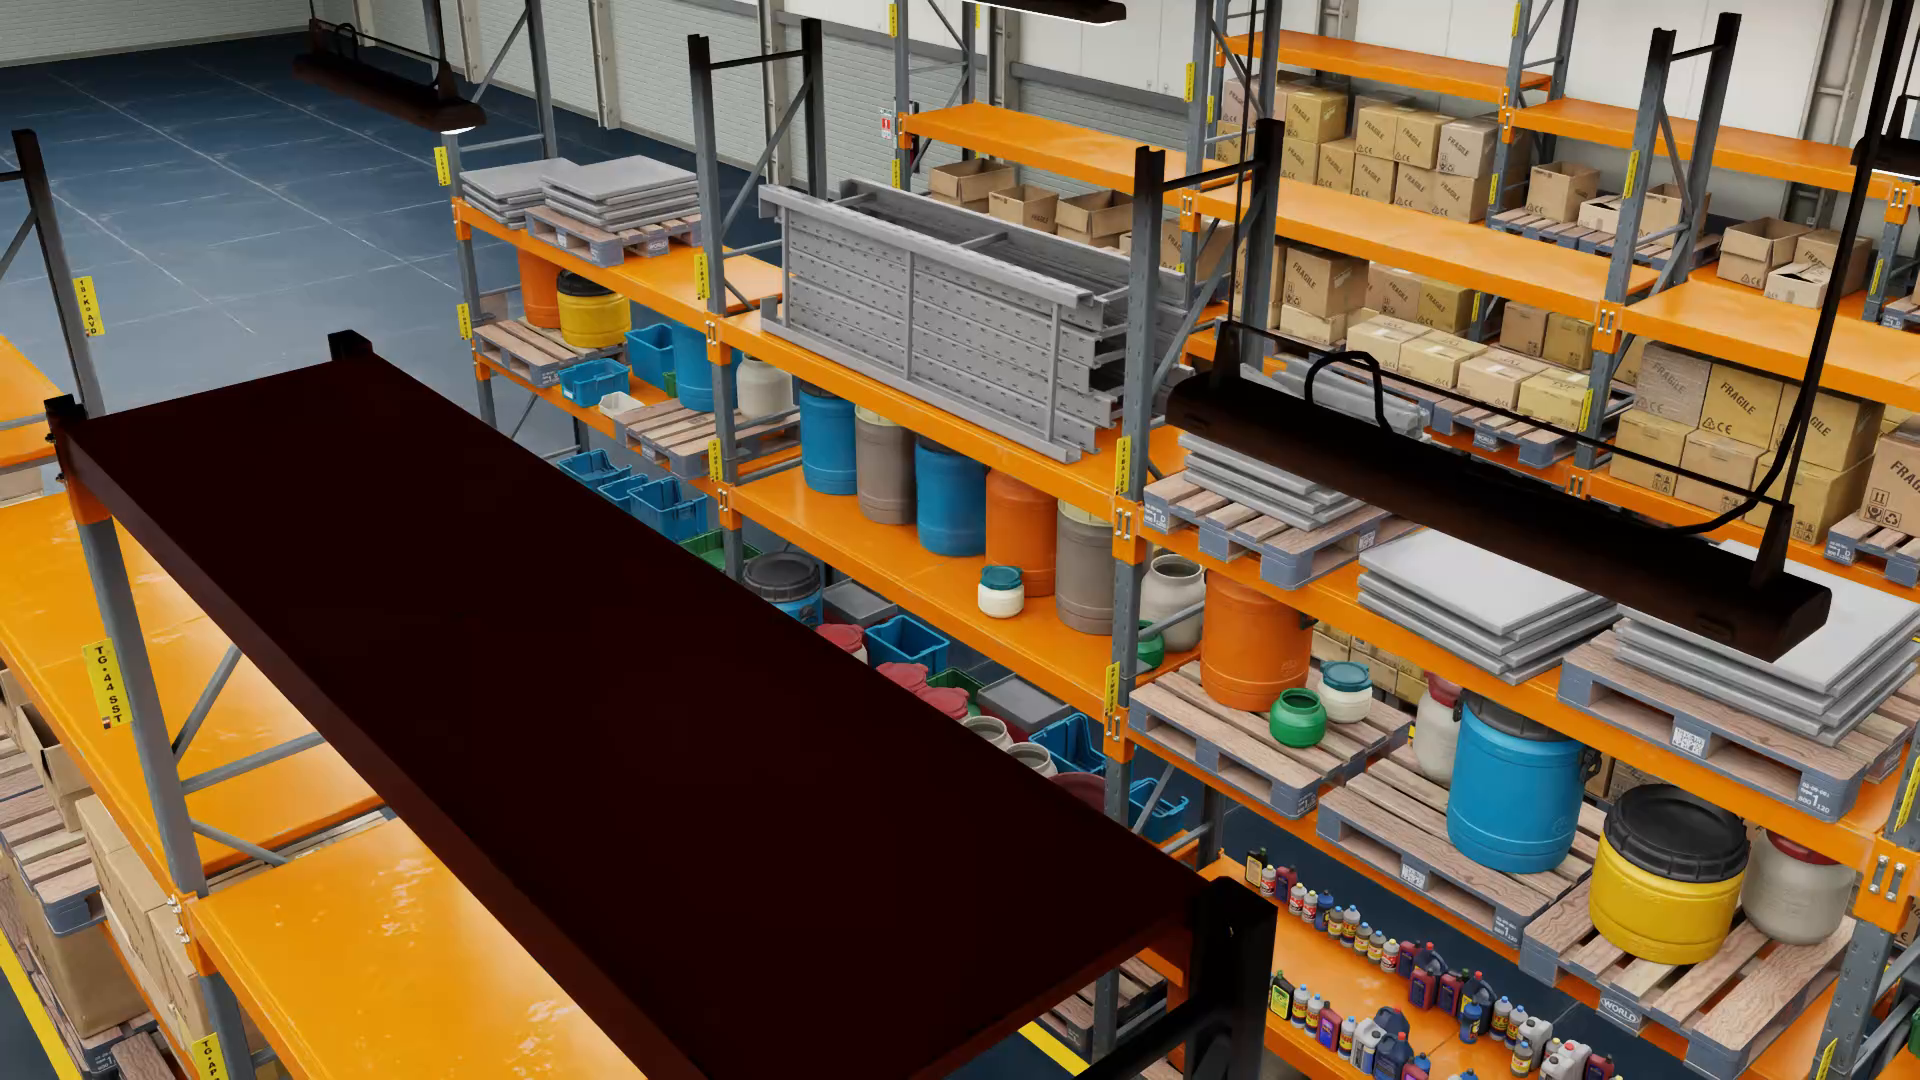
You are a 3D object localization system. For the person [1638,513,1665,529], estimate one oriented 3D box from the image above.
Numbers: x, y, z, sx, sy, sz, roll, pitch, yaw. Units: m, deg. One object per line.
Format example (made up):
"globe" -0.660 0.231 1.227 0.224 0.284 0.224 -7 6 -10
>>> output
"person" 6.778 -0.345 16.419 1.068 1.596 0.536 23 35 38
